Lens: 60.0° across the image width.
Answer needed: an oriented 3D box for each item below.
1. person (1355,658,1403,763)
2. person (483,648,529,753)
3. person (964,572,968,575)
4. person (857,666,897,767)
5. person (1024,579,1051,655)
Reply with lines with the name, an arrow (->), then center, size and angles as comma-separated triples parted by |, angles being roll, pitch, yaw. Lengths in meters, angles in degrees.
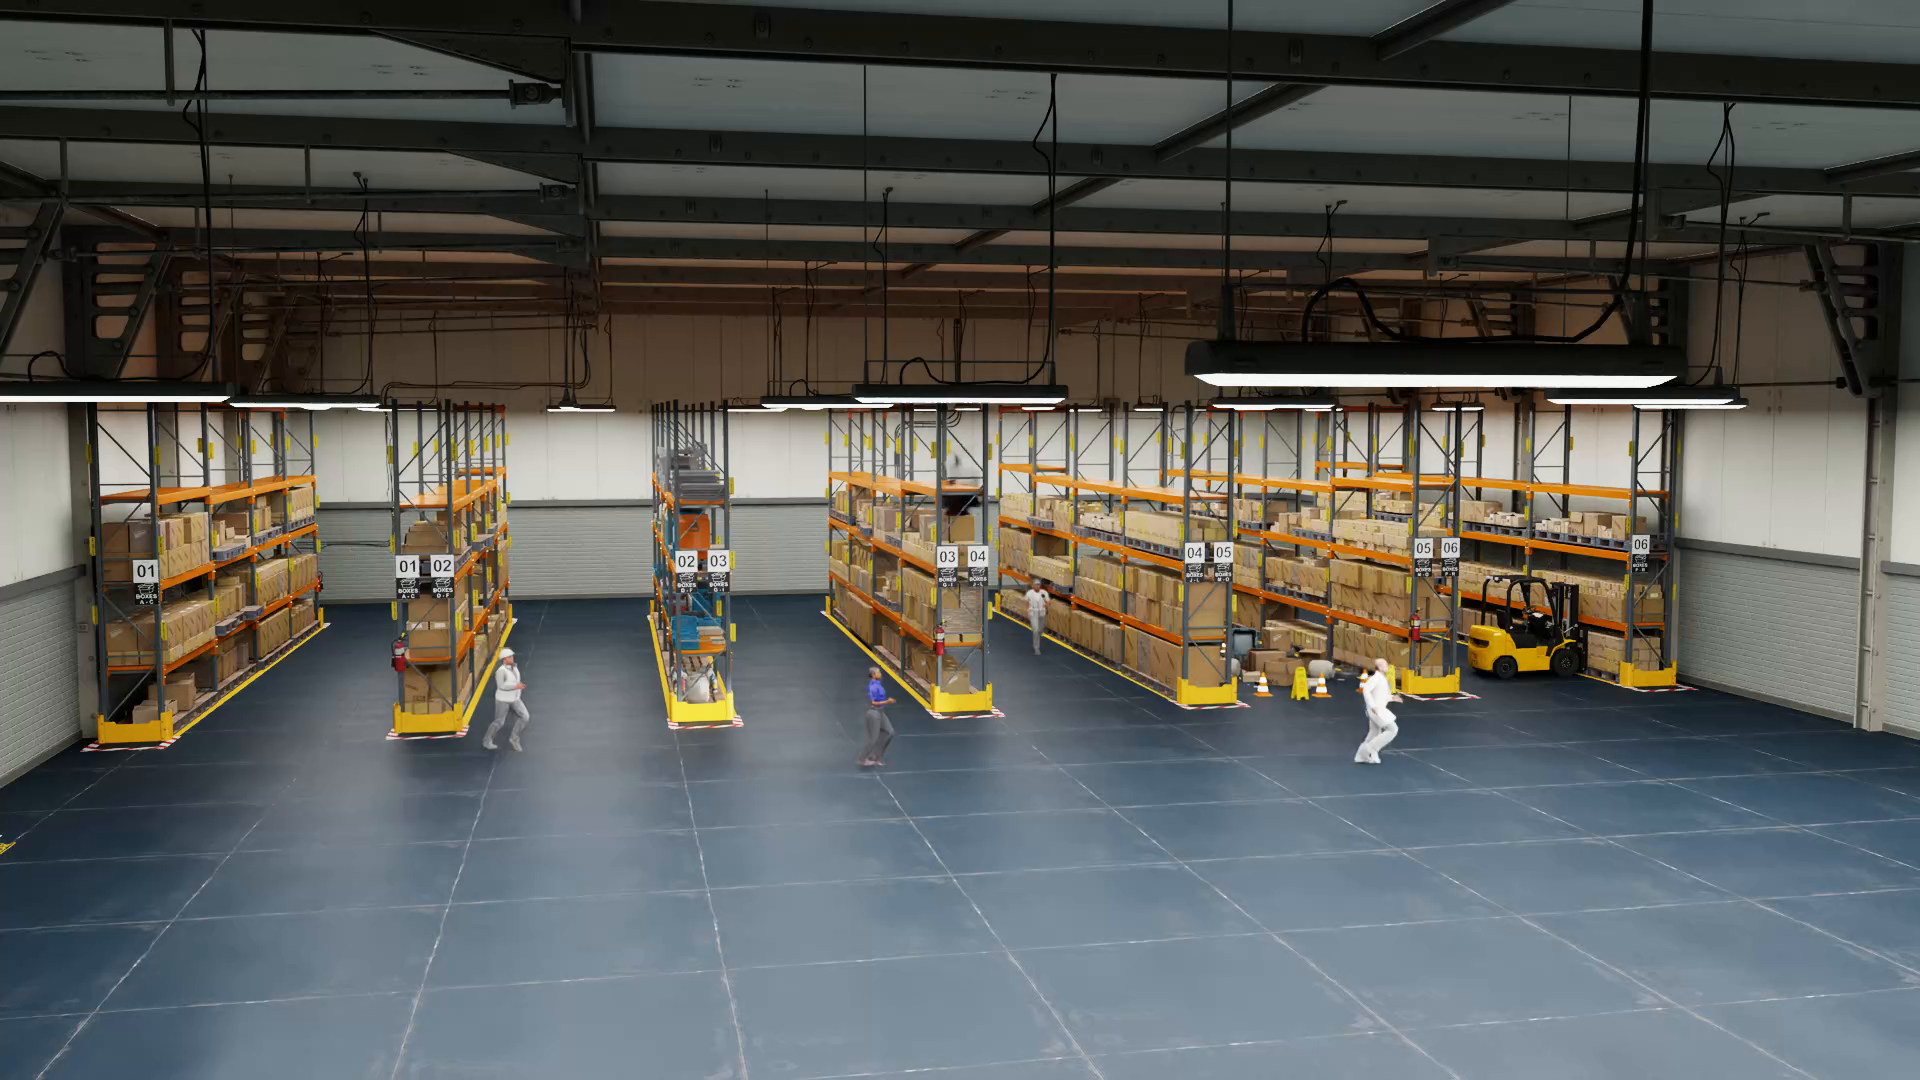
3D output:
person -> 6.868, 2.796, 27.231 | 0.760, 1.723, 0.627 | 1, 4, 13
person -> -7.658, 2.715, 28.182 | 0.873, 1.788, 0.662 | 2, 5, 24
person -> 0.325, 1.453, 46.104 | 0.609, 1.595, 0.592 | -1, 4, -9
person -> -1.332, 2.878, 26.944 | 0.667, 1.685, 0.558 | 1, 4, 11
person -> 1.884, 1.824, 40.067 | 0.647, 1.798, 0.873 | -1, 4, -9
